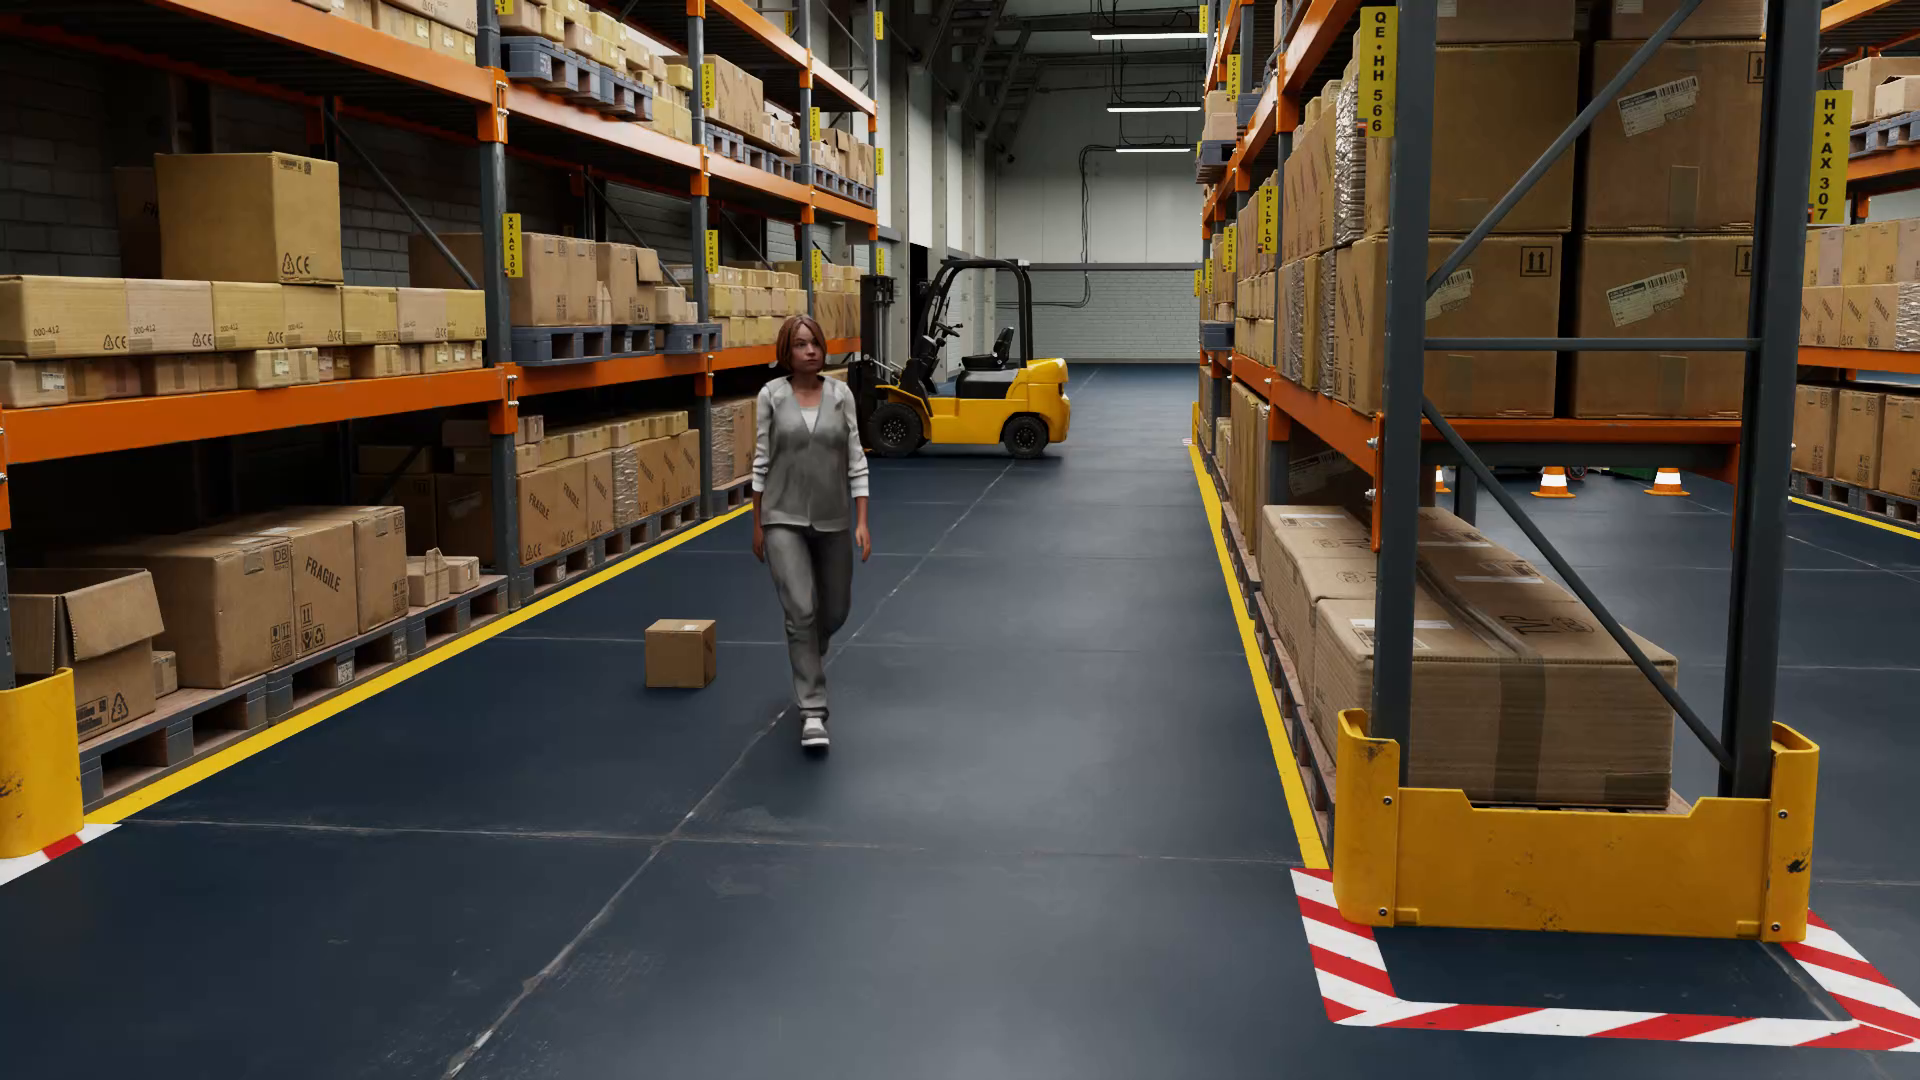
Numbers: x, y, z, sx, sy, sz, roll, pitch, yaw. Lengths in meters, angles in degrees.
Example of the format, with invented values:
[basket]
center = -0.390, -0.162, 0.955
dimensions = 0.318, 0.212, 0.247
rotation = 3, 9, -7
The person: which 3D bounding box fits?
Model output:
[person]
center = -0.567, -0.065, 6.266
dimensions = 0.428, 1.559, 0.833
rotation = -2, 8, -15
